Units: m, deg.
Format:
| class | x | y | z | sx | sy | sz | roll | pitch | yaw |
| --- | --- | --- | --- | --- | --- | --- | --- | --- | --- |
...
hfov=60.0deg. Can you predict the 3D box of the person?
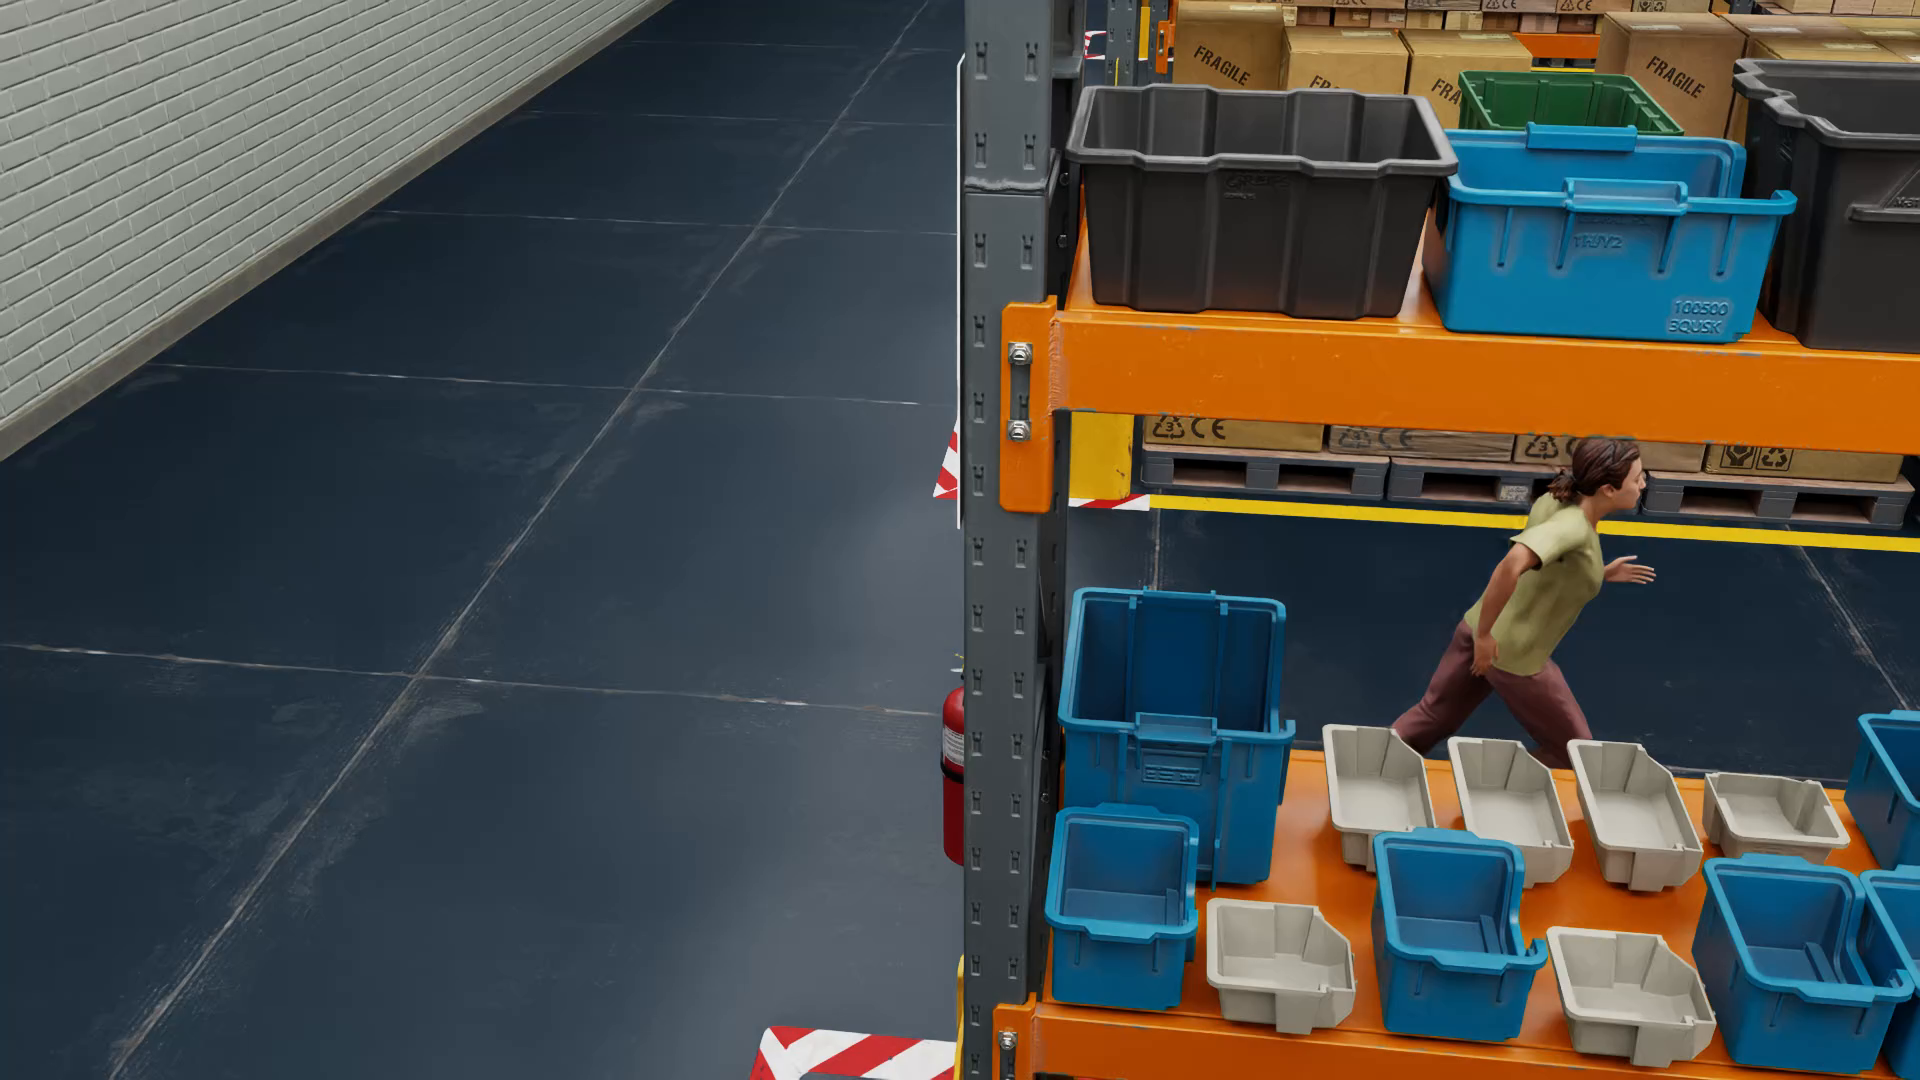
| class | x | y | z | sx | sy | sz | roll | pitch | yaw |
| --- | --- | --- | --- | --- | --- | --- | --- | --- | --- |
| person | 1.803 | 0.375 | 5.497 | 0.908 | 1.588 | 0.573 | 1 | 29 | 2 |
